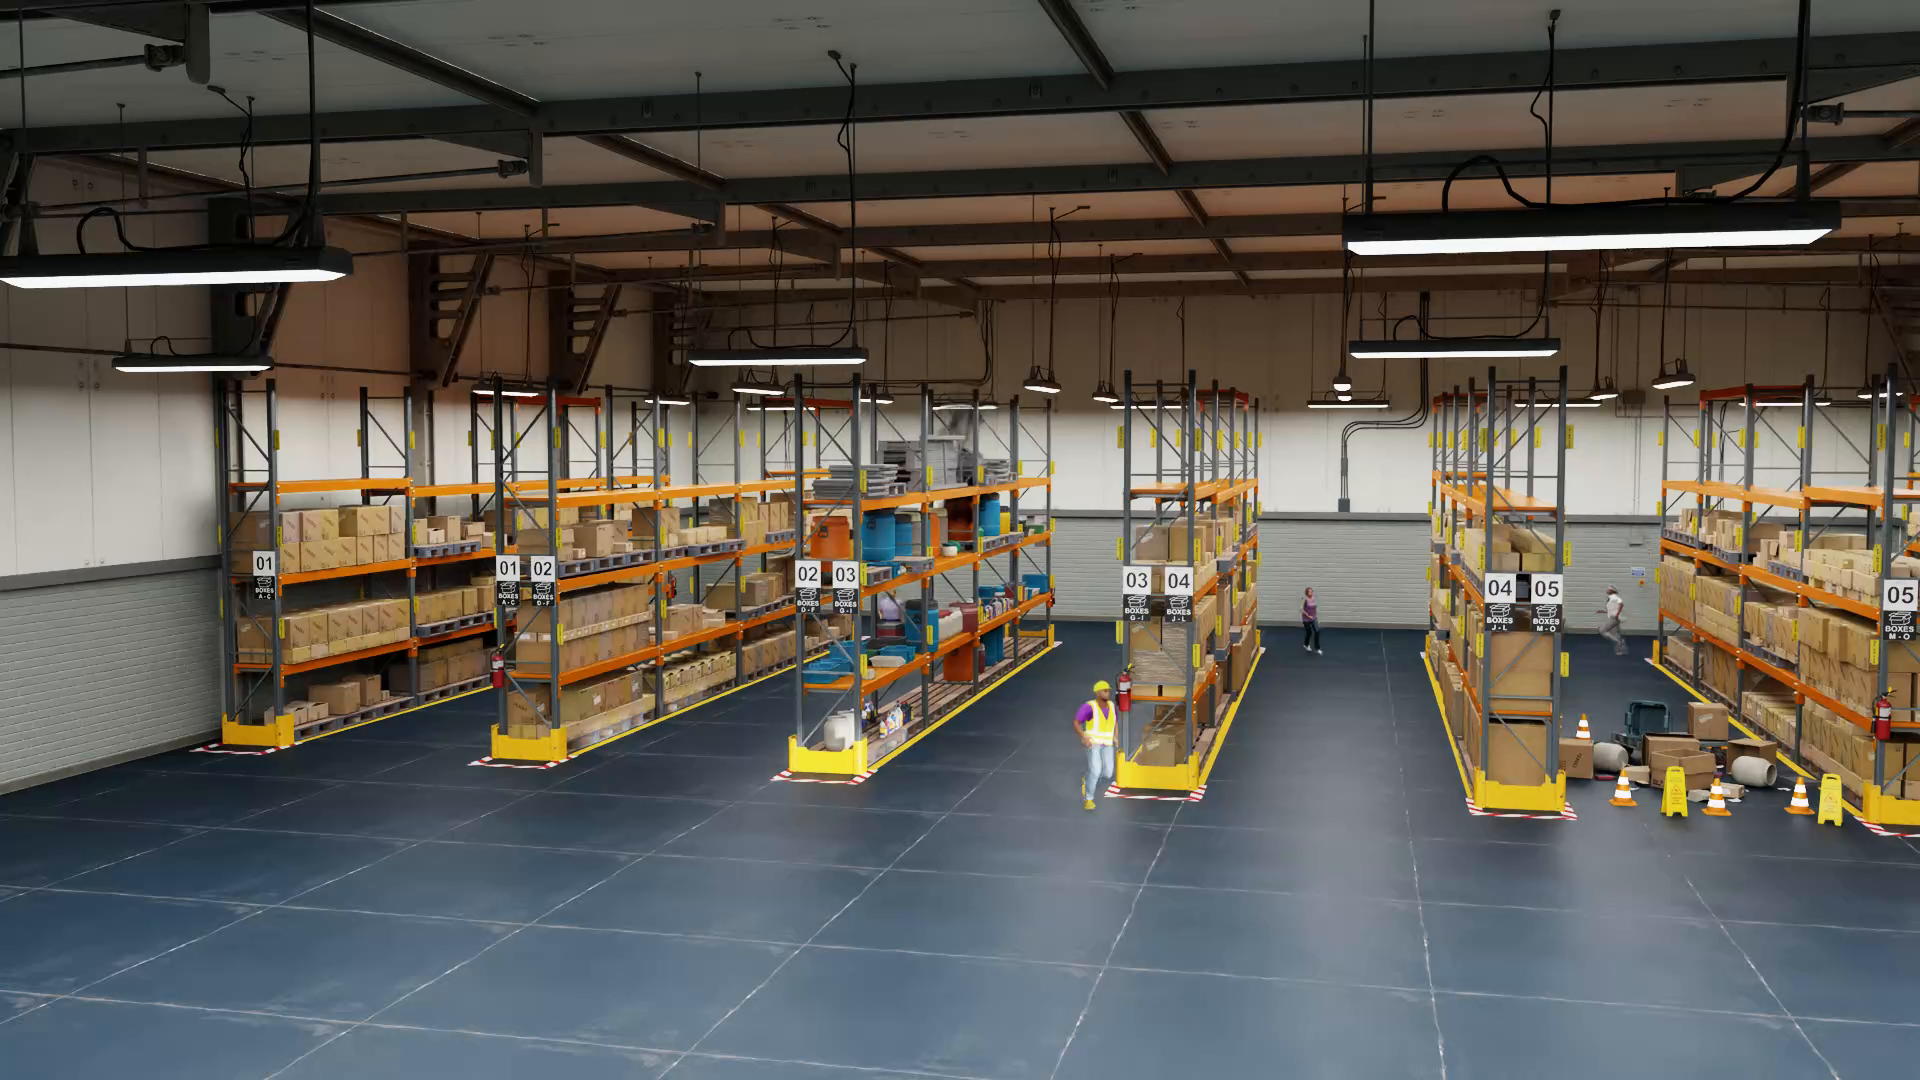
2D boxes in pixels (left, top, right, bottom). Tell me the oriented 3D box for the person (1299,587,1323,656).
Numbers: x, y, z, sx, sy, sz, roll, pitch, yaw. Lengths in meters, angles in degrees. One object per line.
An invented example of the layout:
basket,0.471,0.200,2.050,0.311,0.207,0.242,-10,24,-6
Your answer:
person,8.171,1.893,39.008,0.605,1.599,0.802,-1,4,-18

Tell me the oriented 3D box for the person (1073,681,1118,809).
person,1.887,2.787,22.800,0.735,1.713,0.555,-2,4,-27

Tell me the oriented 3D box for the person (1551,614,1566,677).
person,12.348,2.051,34.958,0.621,1.775,0.834,0,3,7

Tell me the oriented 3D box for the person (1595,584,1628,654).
person,15.190,1.843,38.740,0.735,1.653,0.604,1,4,23

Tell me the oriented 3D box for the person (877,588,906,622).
person,-1.426,1.819,34.638,0.613,1.665,0.833,1,3,10
